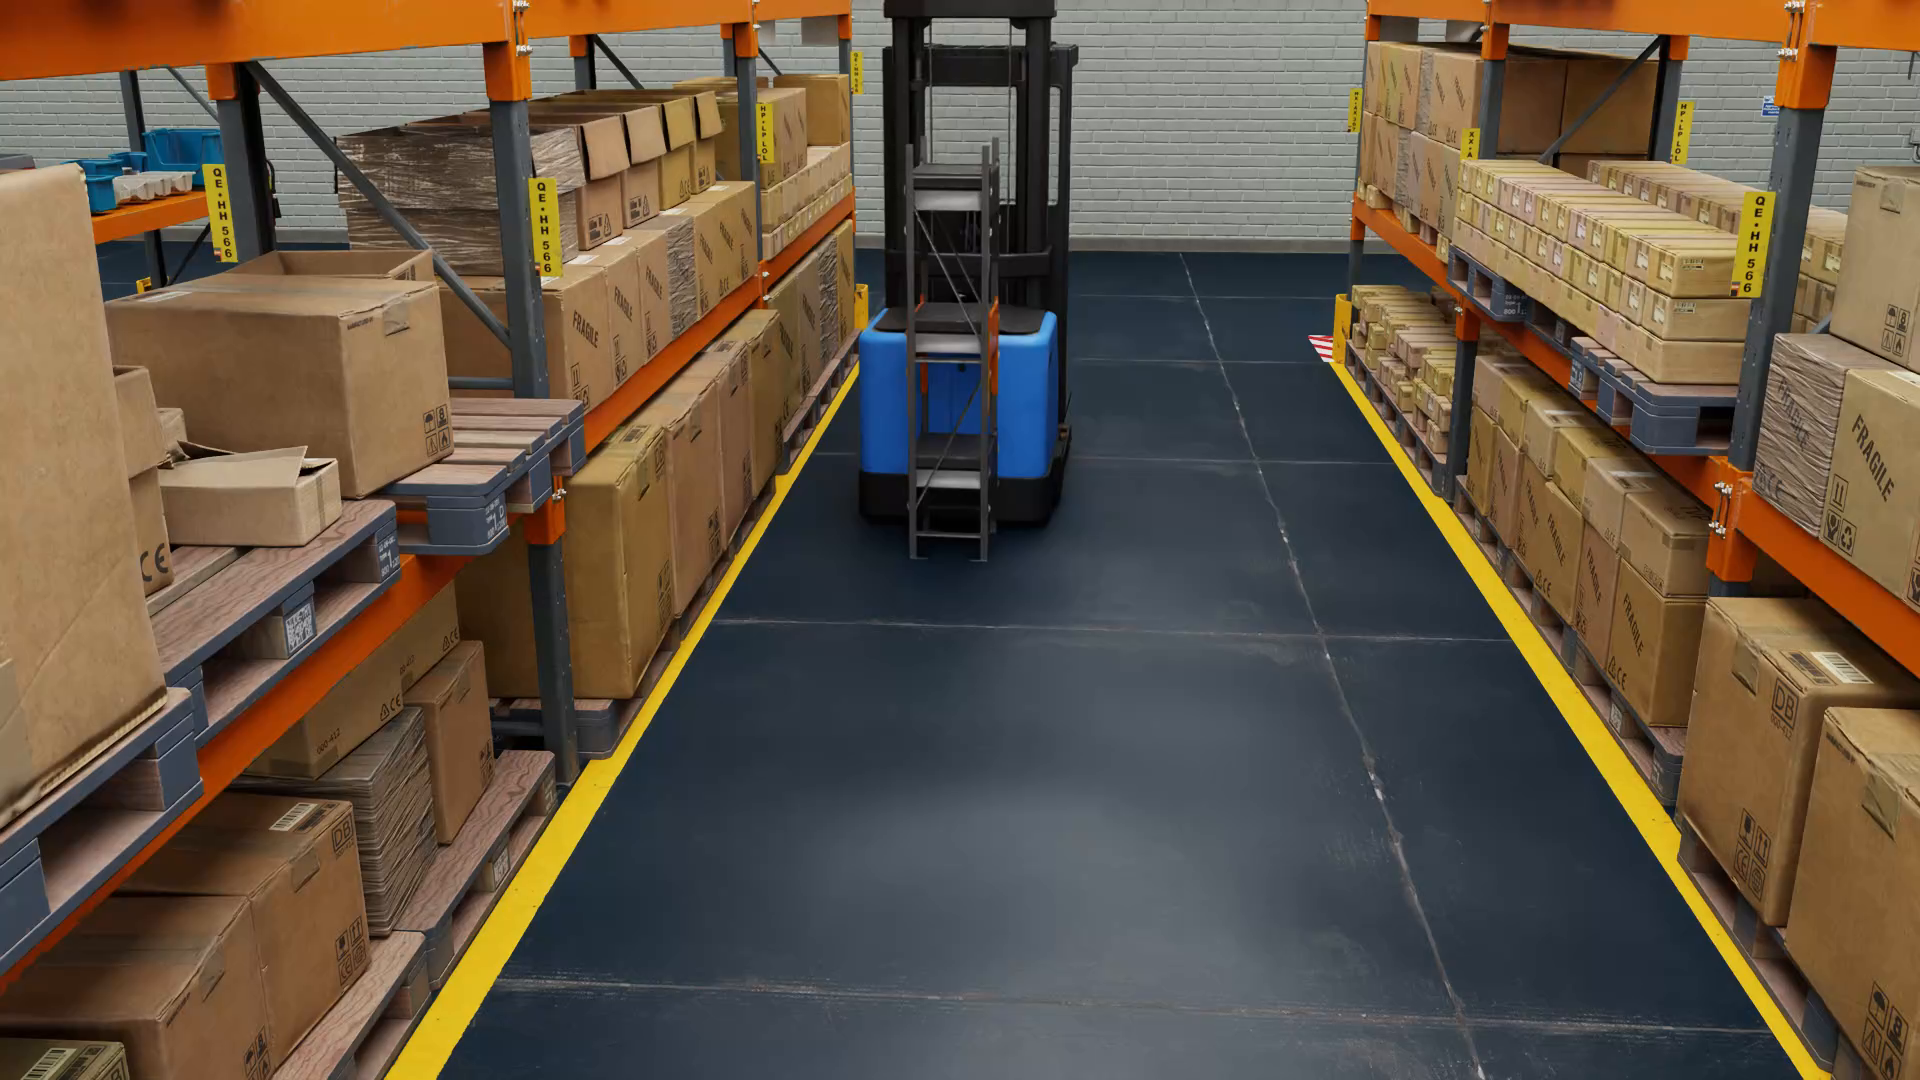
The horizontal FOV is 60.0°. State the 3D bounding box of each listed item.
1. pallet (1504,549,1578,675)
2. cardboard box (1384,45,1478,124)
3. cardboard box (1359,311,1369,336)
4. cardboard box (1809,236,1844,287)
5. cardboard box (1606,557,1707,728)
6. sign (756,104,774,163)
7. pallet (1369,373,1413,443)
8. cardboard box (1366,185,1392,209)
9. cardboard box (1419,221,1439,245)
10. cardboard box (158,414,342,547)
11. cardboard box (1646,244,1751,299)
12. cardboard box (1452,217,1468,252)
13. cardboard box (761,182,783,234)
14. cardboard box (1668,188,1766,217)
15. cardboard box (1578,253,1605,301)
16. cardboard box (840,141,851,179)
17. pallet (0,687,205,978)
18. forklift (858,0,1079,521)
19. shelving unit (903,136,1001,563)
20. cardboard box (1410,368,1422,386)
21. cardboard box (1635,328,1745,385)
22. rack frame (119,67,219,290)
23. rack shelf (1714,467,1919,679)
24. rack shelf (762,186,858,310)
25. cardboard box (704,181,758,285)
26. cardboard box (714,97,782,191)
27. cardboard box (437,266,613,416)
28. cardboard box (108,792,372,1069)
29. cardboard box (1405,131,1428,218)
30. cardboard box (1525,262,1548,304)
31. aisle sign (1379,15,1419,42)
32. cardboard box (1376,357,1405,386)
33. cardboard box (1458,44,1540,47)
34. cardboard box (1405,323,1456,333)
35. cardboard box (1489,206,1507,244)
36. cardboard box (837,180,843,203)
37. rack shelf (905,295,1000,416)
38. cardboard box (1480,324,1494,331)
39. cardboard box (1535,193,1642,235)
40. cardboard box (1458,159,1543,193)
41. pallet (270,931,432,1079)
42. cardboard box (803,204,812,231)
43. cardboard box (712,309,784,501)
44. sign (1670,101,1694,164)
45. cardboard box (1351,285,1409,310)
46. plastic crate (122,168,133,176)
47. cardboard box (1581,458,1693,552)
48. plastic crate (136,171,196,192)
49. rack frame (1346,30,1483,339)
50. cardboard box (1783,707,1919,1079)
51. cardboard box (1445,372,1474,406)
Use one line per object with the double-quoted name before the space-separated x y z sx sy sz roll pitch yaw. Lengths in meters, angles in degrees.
"pallet" 3.160 0.308 7.643 1.003 0.211 1.213 1 18 4
"cardboard box" 3.199 -3.093 11.302 0.500 0.500 0.500 1 18 3
"cardboard box" 3.216 -1.626 12.495 0.380 0.149 0.250 1 18 4
"cardboard box" 3.255 -0.982 5.875 0.380 0.149 0.250 1 18 2
"cardboard box" 2.798 0.382 6.280 0.500 0.500 0.500 1 18 4
"sign" -1.099 -2.284 9.344 0.100 0.325 0.005 1 18 4
"pallet" 3.396 -0.903 11.339 1.003 0.211 1.213 1 18 4
"cardboard box" 3.186 -2.506 12.156 0.380 0.149 0.250 1 18 2
"cardboard box" 3.107 -1.942 10.435 0.380 0.149 0.250 1 18 2
"cardboard box" -1.778 -0.150 4.105 0.396 0.266 0.258 1 18 2
"cardboard box" 2.590 -0.921 5.692 0.380 0.149 0.250 1 18 2
"cardboard box" 2.812 -1.607 8.738 0.380 0.149 0.250 0 18 1
"cardboard box" -1.346 -1.991 9.944 0.500 0.250 0.500 1 18 3
"cardboard box" 3.371 -1.468 7.358 0.380 0.149 0.250 0 18 1
"cardboard box" 2.645 -1.024 6.481 0.380 0.149 0.250 1 18 4
"cardboard box" -1.124 -2.936 12.831 0.500 0.250 0.500 1 18 3
"pallet" -2.015 0.561 2.701 1.003 0.211 1.213 1 18 4
"forklift" 0.128 -1.910 10.044 1.130 2.935 3.031 2 18 6
"shelving unit" -0.032 -0.962 8.488 0.431 2.100 0.503 2 18 6
"cardboard box" 3.128 -1.053 10.745 0.380 0.149 0.250 2 18 5
"cardboard box" 2.589 -0.640 5.787 0.380 0.149 0.250 2 18 5
"rack frame" -6.295 -3.133 13.668 1.000 3.000 0.127 1 18 4
"rack shelf" 2.869 0.567 3.531 1.077 0.370 4.000 1 18 4
"rack shelf" -1.498 -2.060 11.547 1.077 0.370 4.000 1 18 4
"cardboard box" -1.402 -1.677 9.062 0.500 0.500 0.500 1 18 4
"cardboard box" -1.352 -2.350 9.836 0.500 0.500 0.500 1 18 4
"cardboard box" -1.622 -0.731 6.175 0.500 0.500 0.500 2 18 6
"cardboard box" -2.017 0.998 4.368 0.700 0.500 0.500 3 18 9
"cardboard box" 3.127 -2.300 10.485 0.500 0.500 0.500 1 18 4
"cardboard box" 2.702 -1.123 7.261 0.380 0.149 0.250 0 18 1
"aisle sign" 3.292 -4.145 12.582 0.394 0.787 0.004 1 18 4
"cardboard box" 3.125 -1.176 11.598 0.380 0.149 0.250 0 18 1
"cardboard box" 3.764 -3.240 11.749 0.500 0.500 0.500 1 18 2
"cardboard box" 3.212 -1.364 11.216 0.380 0.149 0.250 1 18 4
"cardboard box" 2.759 -1.506 7.954 0.380 0.149 0.250 1 18 2
"cardboard box" -1.088 -2.626 12.525 0.380 0.149 0.250 1 18 4
"rack shelf" -0.032 -0.949 8.492 0.431 0.518 0.480 2 18 6
"cardboard box" 3.668 -1.353 11.184 0.380 0.149 0.250 1 18 4
"cardboard box" 2.704 -1.404 7.164 0.380 0.149 0.250 2 18 6
"cardboard box" 2.812 -1.889 8.645 0.380 0.149 0.250 2 18 7
"pallet" -2.076 1.407 4.289 1.003 0.211 1.213 1 18 4
"cardboard box" -1.196 -2.148 11.065 0.380 0.149 0.250 1 18 5
"cardboard box" -1.667 -0.771 9.197 1.225 0.875 0.875 1 18 4
"sign" 3.853 -2.177 8.891 0.100 0.325 0.005 1 18 4
"cardboard box" 3.209 -1.853 12.710 0.380 0.149 0.250 0 18 1
"plastic crate" -6.746 -2.870 13.190 0.250 0.136 0.298 1 18 4
"cardboard box" 2.825 -0.140 6.667 0.500 0.250 0.500 2 18 5
"plastic crate" -6.173 -2.779 12.915 0.396 0.136 0.243 1 18 4
"rack frame" 3.586 -2.881 12.897 1.000 3.000 0.127 1 18 4
"cardboard box" 2.819 0.932 4.200 1.050 0.750 0.750 2 18 5
"cardboard box" 3.065 -0.882 9.747 0.380 0.149 0.250 2 18 5
